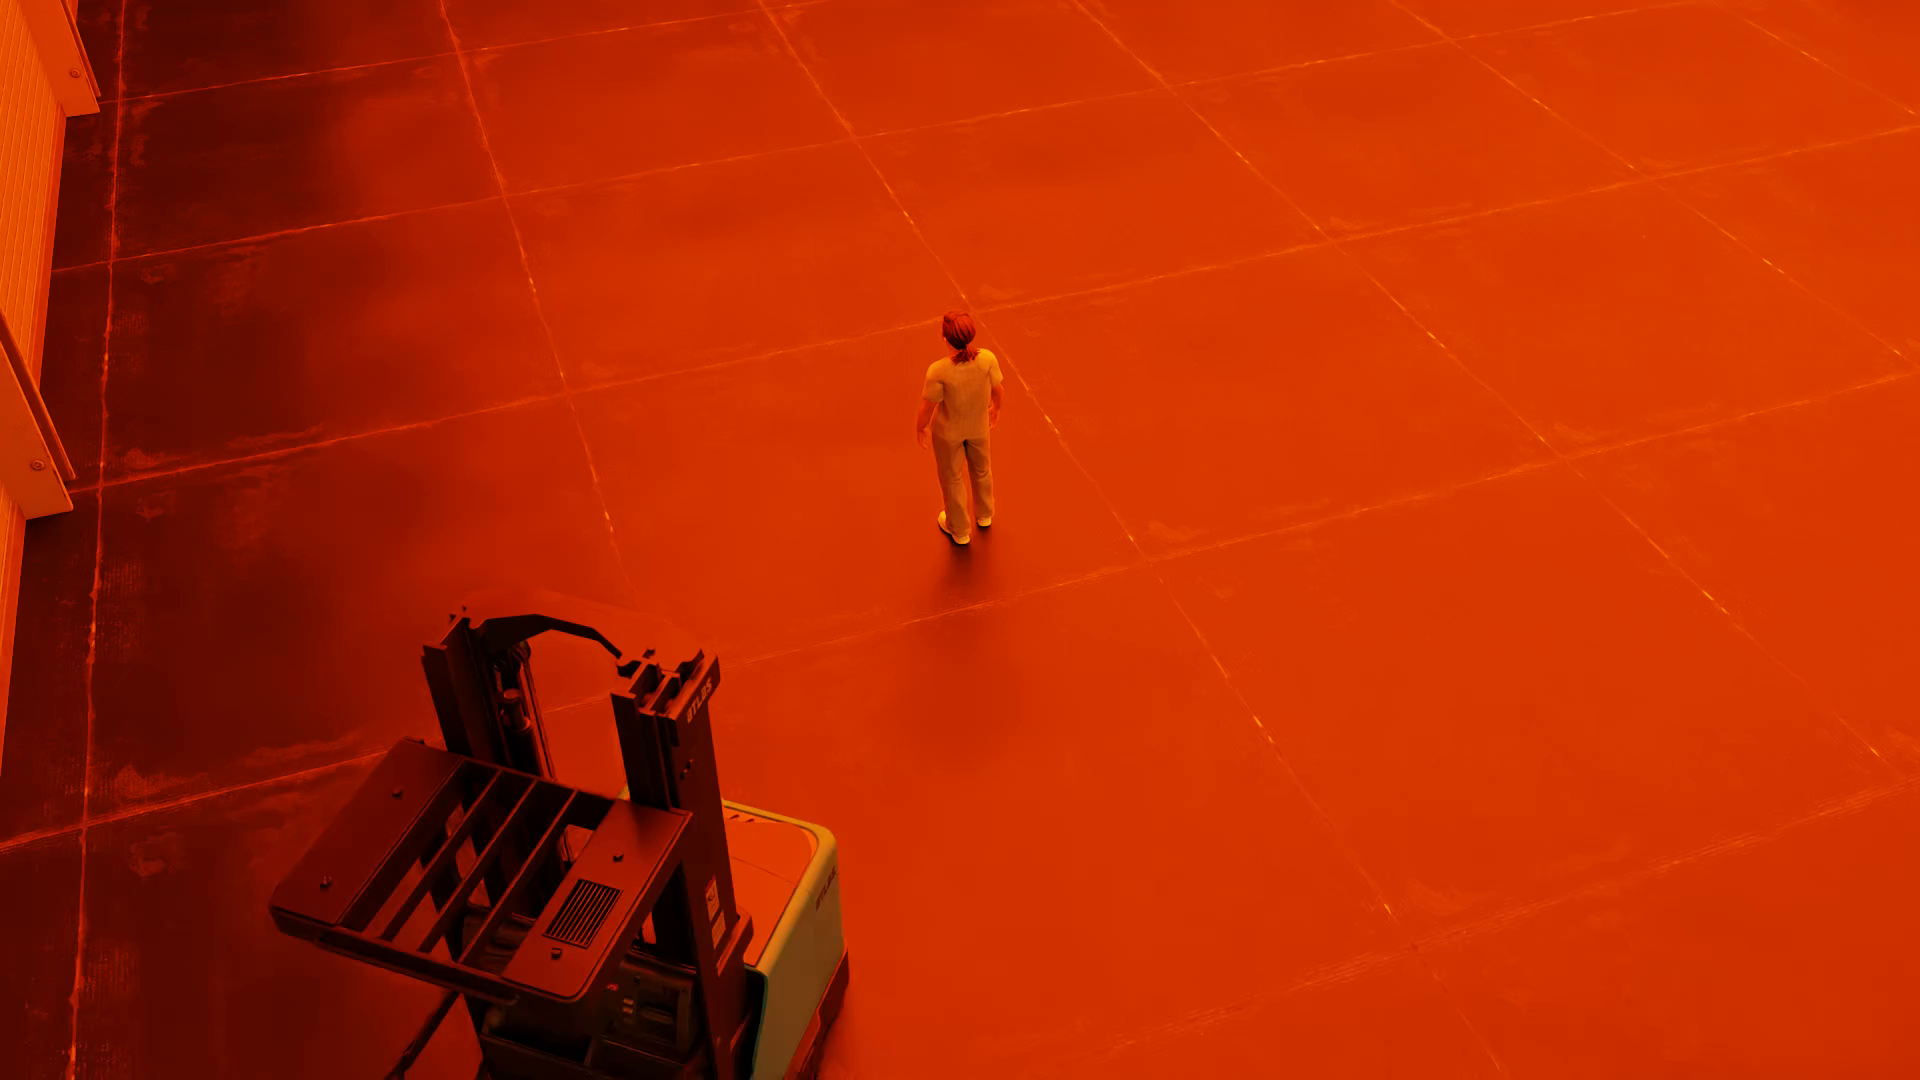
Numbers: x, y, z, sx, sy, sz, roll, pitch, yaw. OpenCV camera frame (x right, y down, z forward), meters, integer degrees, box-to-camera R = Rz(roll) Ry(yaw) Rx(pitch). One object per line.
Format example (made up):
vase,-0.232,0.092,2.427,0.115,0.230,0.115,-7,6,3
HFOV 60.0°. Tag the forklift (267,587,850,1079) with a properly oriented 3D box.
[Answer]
forklift,-1.471,1.738,5.926,1.130,2.935,3.031,12,42,14

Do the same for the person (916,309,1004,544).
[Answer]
person,-0.013,-0.695,9.789,0.549,1.673,0.548,-13,42,-15
